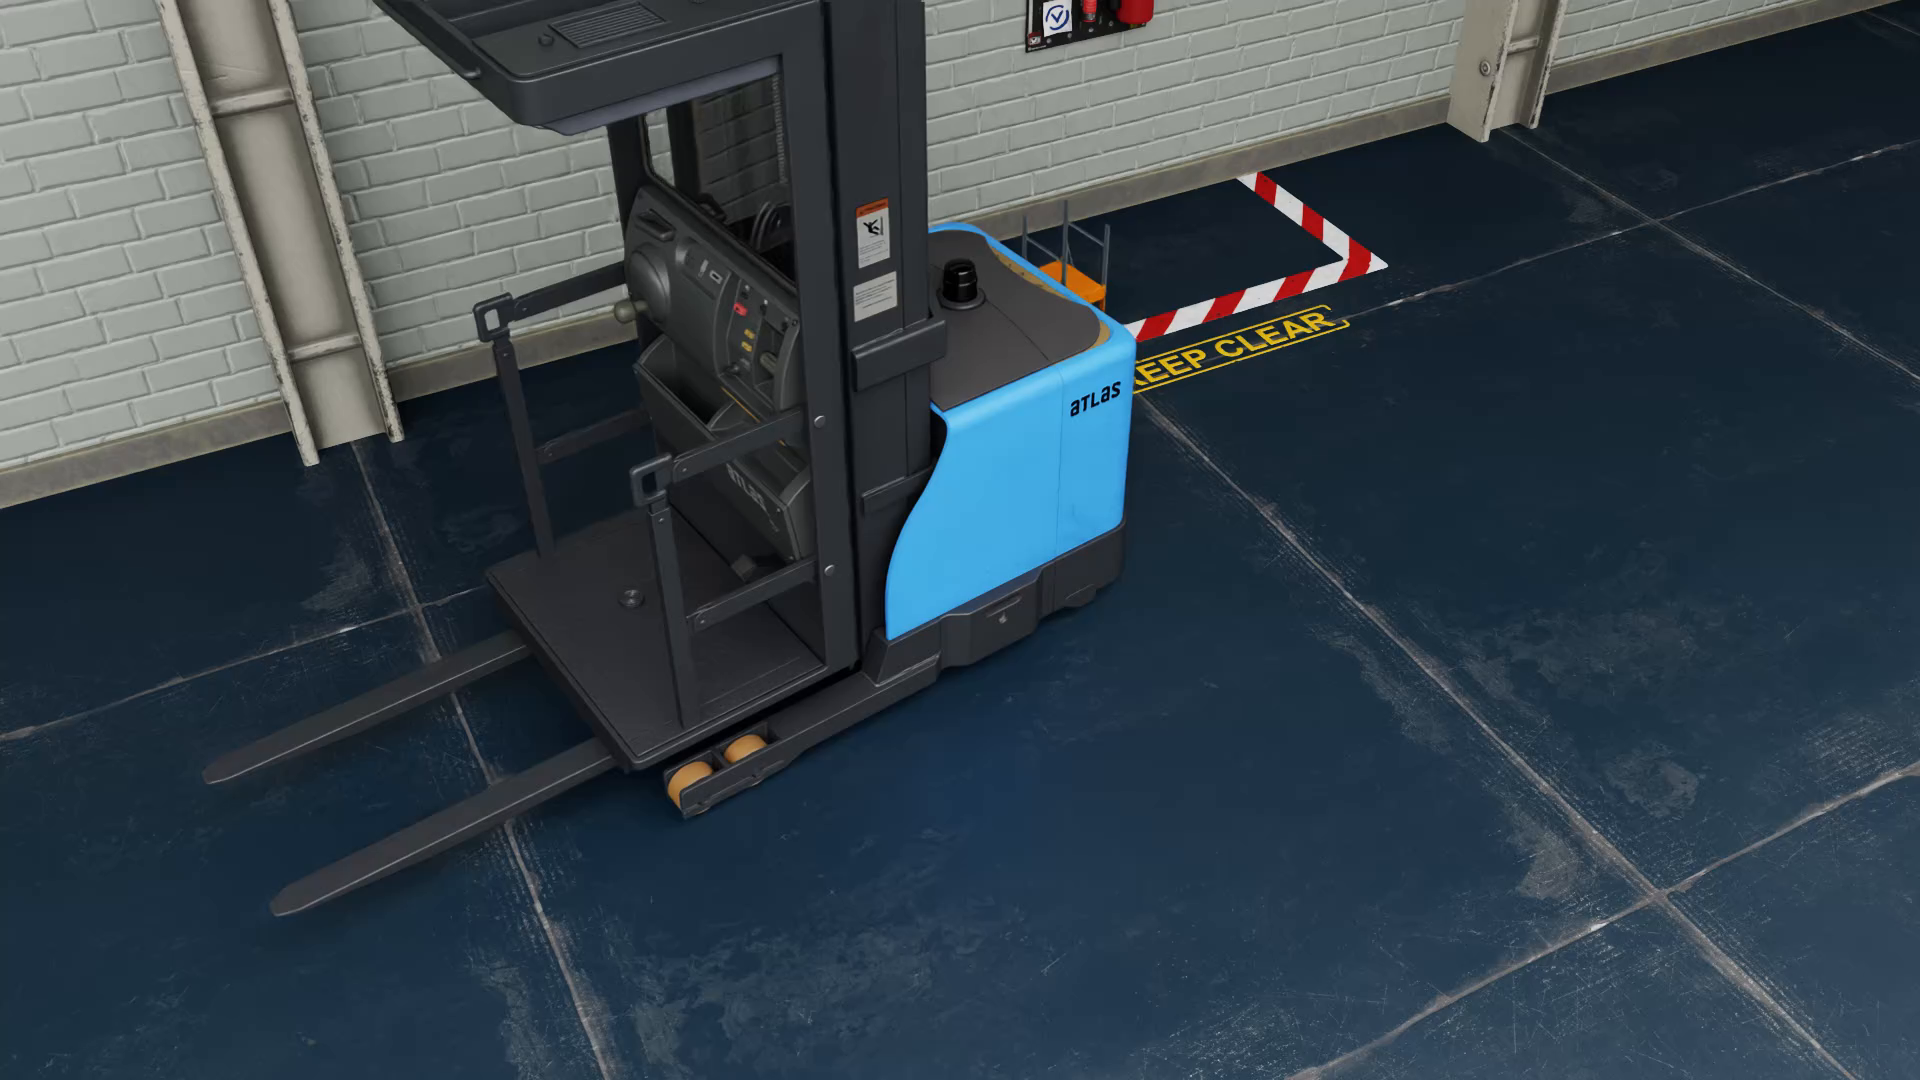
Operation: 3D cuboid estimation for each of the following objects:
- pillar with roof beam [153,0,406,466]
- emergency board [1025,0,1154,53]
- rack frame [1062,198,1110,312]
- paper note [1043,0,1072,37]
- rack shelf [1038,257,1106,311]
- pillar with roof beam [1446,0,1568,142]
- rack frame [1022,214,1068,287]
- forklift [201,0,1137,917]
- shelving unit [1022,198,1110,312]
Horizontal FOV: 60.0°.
[{"bbox_3d":[-0.502,-1.405,0.945,0.400,9.000,9.100,-19,44,-21],"label":"pillar with roof beam"},{"bbox_3d":[0.621,-2.658,7.068,0.643,1.169,0.194,-19,44,-21],"label":"emergency board"},{"bbox_3d":[0.437,-0.671,6.114,0.006,1.200,0.240,-25,46,-27],"label":"rack frame"},{"bbox_3d":[0.432,-2.308,7.337,0.142,0.148,0.016,-19,44,-21],"label":"paper note"},{"bbox_3d":[0.363,-0.877,5.869,0.180,0.103,0.258,-25,46,-27],"label":"rack shelf"},{"bbox_3d":[4.819,-3.196,3.061,0.400,9.000,9.100,-19,44,-21],"label":"pillar with roof beam"},{"bbox_3d":[0.290,-0.601,6.031,0.006,1.200,0.240,-25,46,-27],"label":"rack frame"},{"bbox_3d":[-0.898,-0.647,4.745,3.031,2.935,1.130,-25,46,-27],"label":"forklift"},{"bbox_3d":[0.363,-0.636,6.073,0.189,1.200,0.258,-25,46,-27],"label":"shelving unit"}]
